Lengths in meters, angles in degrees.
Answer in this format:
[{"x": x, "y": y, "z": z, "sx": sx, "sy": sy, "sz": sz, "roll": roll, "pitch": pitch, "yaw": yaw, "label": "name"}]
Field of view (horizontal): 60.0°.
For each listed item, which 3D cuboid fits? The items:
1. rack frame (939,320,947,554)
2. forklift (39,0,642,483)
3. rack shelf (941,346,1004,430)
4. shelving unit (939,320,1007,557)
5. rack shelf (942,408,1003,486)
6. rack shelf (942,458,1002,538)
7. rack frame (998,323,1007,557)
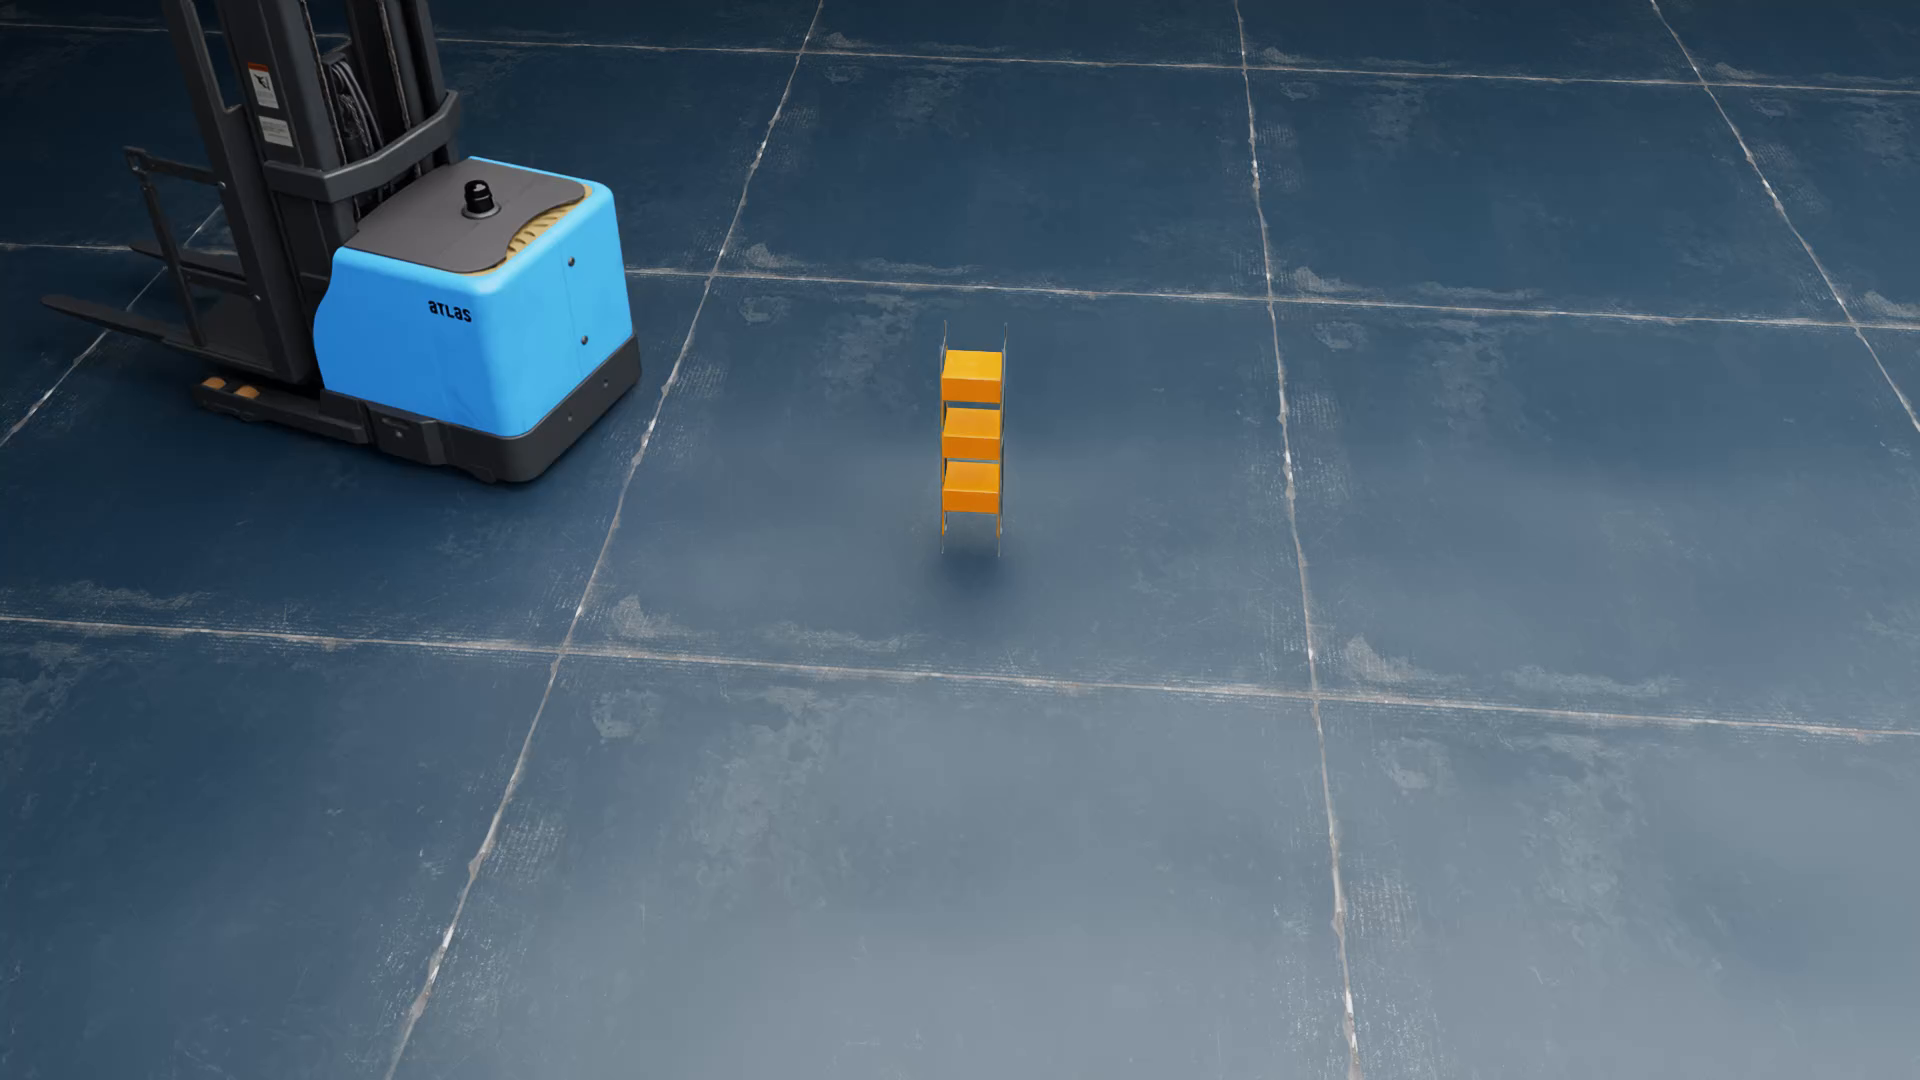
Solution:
[{"x": -0.068, "y": -0.411, "z": 6.923, "sx": 0.008, "sy": 1.050, "sz": 0.200, "roll": 3, "pitch": 39, "yaw": 4, "label": "rack frame"}, {"x": -3.123, "y": -1.995, "z": 7.379, "sx": 3.031, "sy": 2.935, "sz": 1.130, "roll": 15, "pitch": 41, "yaw": 18, "label": "forklift"}, {"x": 0.053, "y": -0.616, "z": 6.743, "sx": 0.240, "sy": 0.259, "sz": 0.215, "roll": 3, "pitch": 39, "yaw": 4, "label": "rack shelf"}, {"x": 0.053, "y": -0.404, "z": 6.915, "sx": 0.252, "sy": 1.050, "sz": 0.215, "roll": 3, "pitch": 39, "yaw": 4, "label": "shelving unit"}, {"x": 0.053, "y": -0.396, "z": 6.922, "sx": 0.240, "sy": 0.259, "sz": 0.215, "roll": 3, "pitch": 39, "yaw": 4, "label": "rack shelf"}, {"x": 0.053, "y": -0.180, "z": 7.097, "sx": 0.240, "sy": 0.259, "sz": 0.215, "roll": 3, "pitch": 39, "yaw": 4, "label": "rack shelf"}, {"x": 0.175, "y": -0.398, "z": 6.907, "sx": 0.008, "sy": 1.050, "sz": 0.200, "roll": 3, "pitch": 39, "yaw": 4, "label": "rack frame"}]
